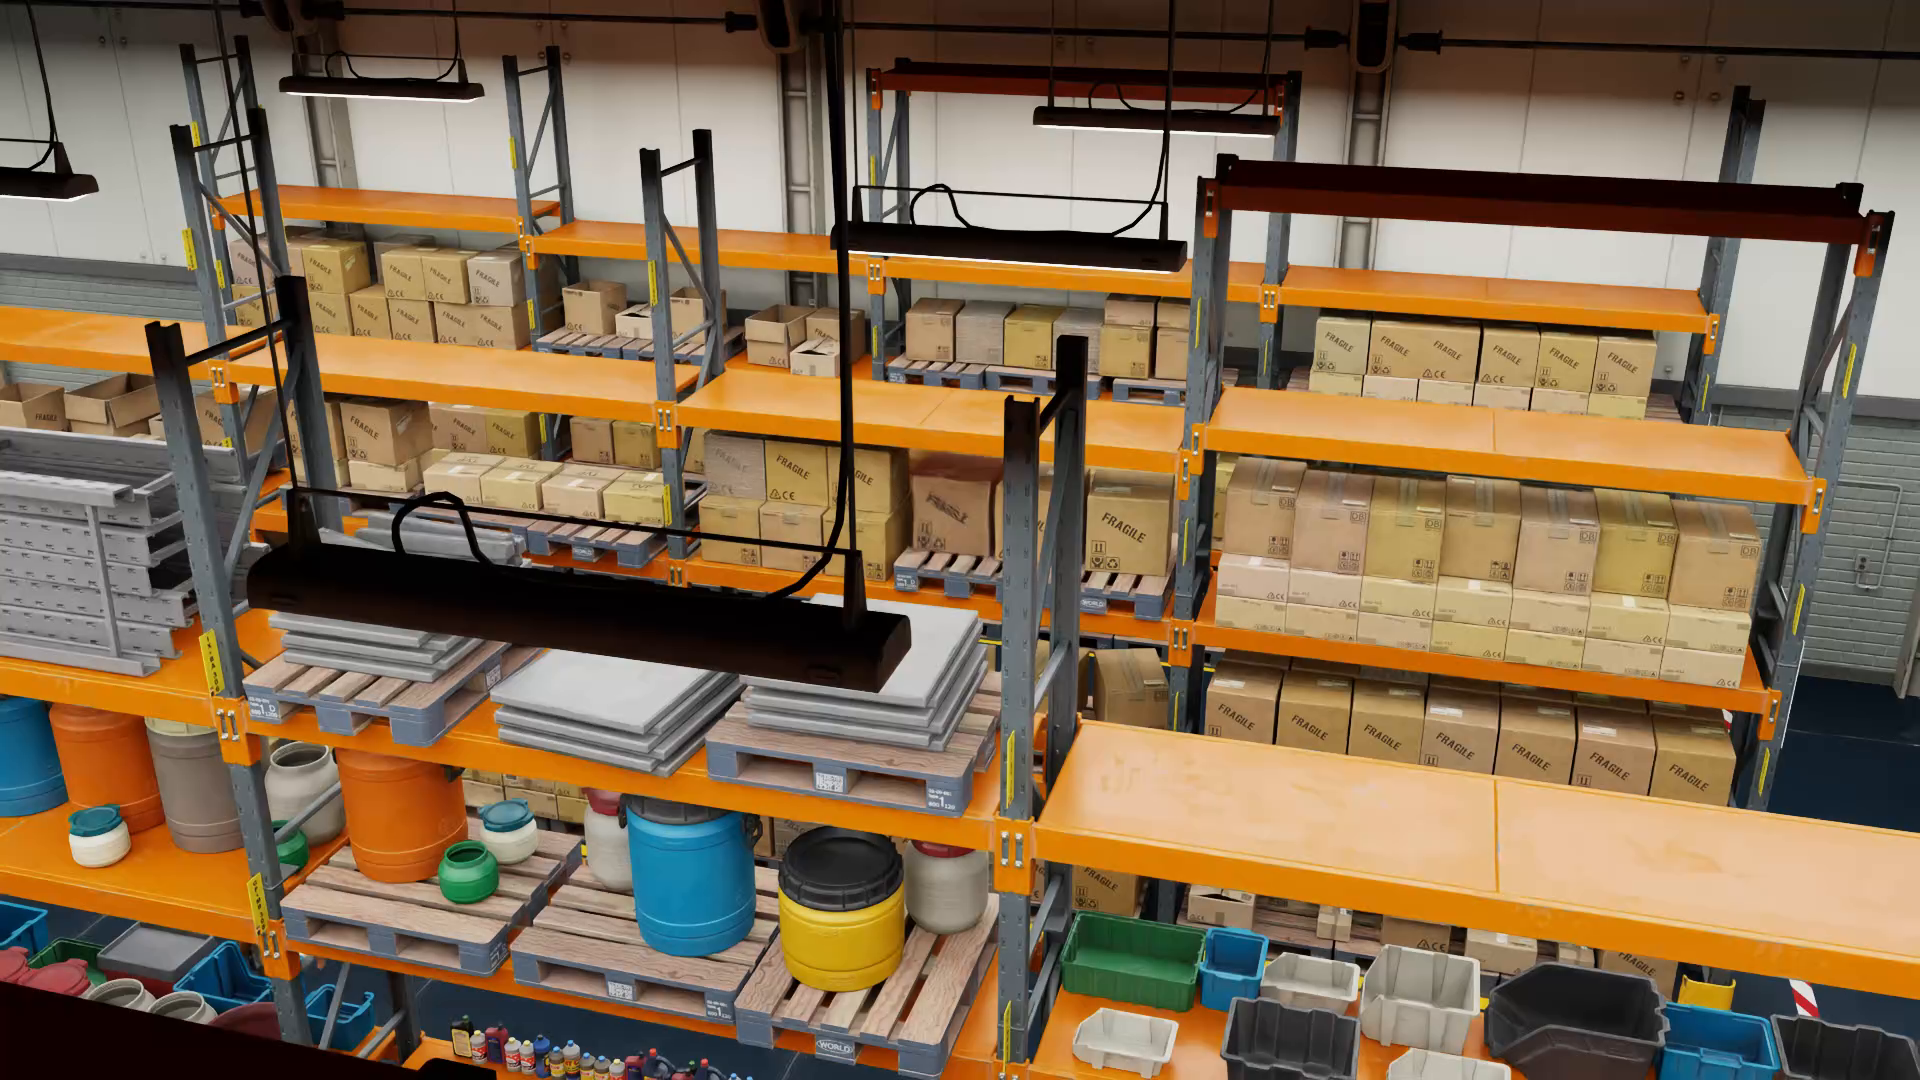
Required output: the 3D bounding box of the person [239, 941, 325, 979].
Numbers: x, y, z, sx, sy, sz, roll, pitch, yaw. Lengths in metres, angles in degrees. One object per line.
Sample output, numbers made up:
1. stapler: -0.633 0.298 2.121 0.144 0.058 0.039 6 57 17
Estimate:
1. person: -4.805 2.887 11.664 0.949 1.611 0.501 12 26 27
